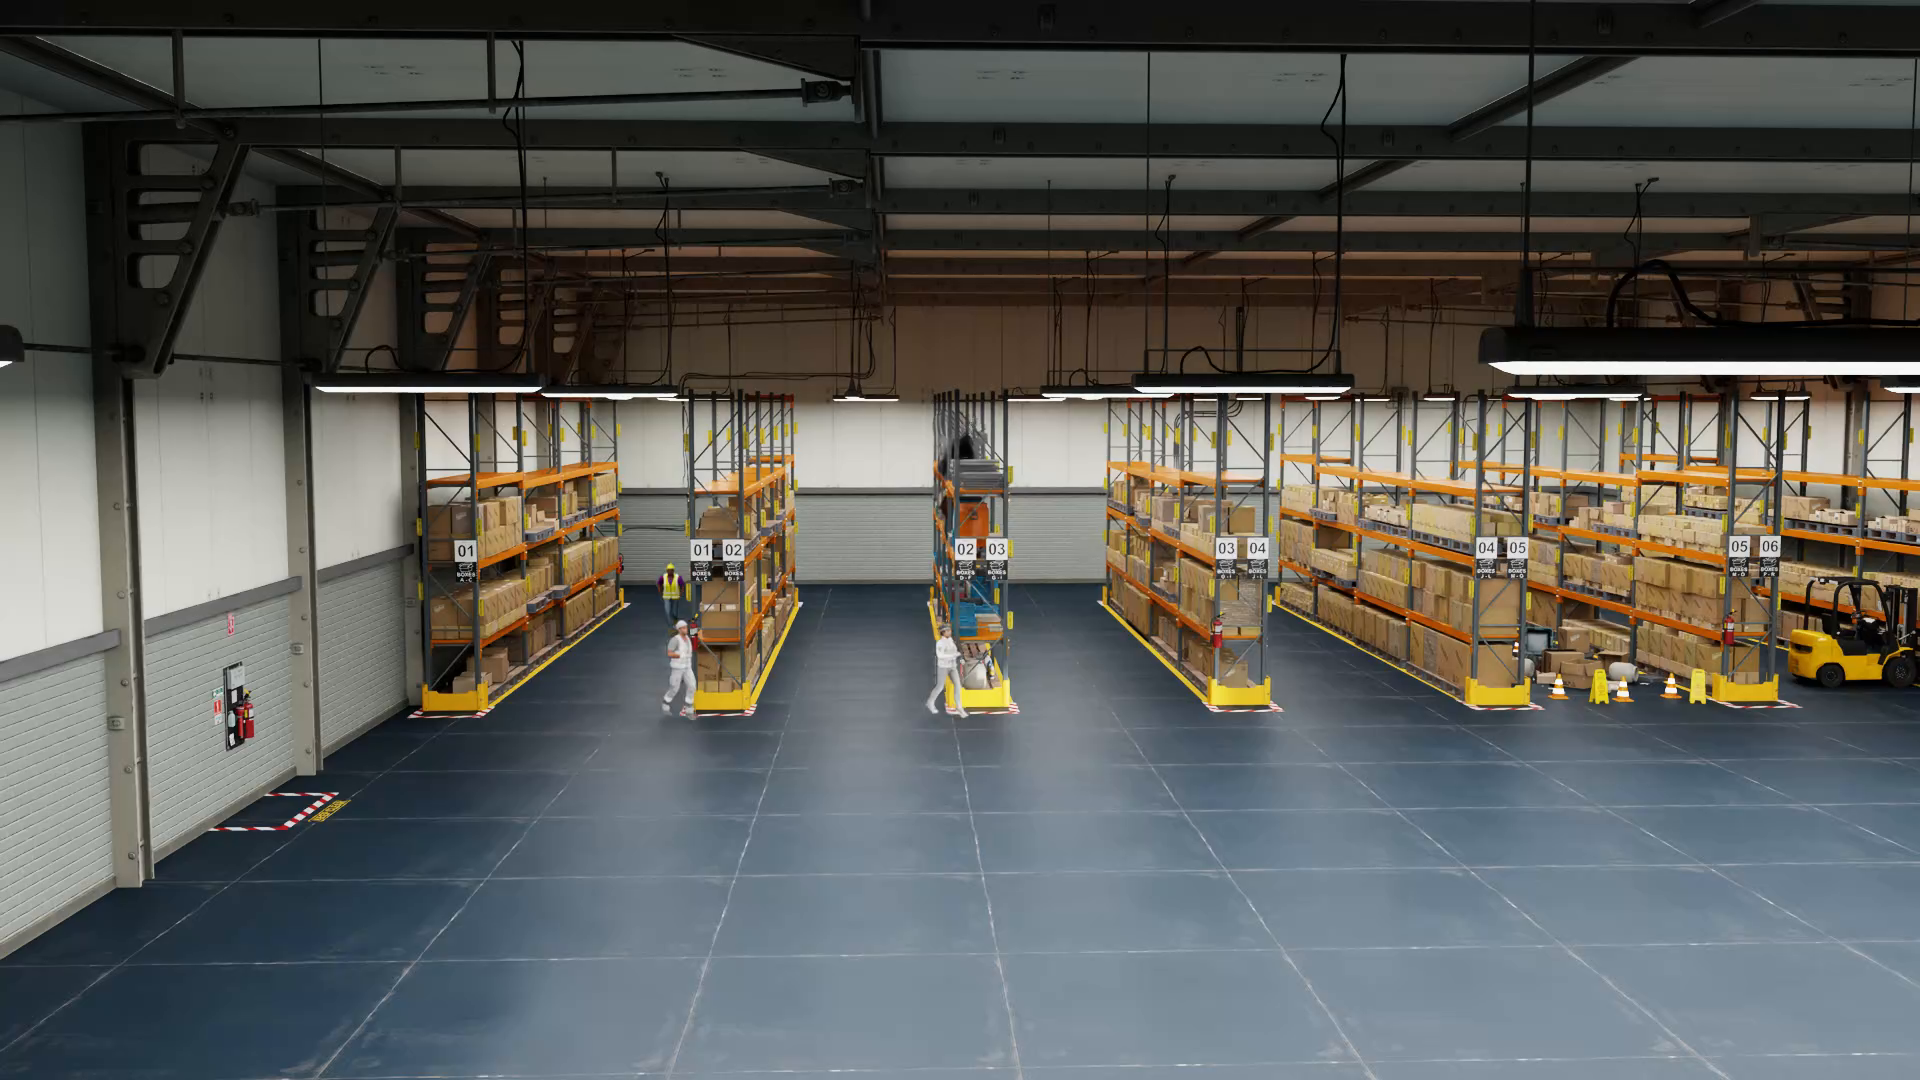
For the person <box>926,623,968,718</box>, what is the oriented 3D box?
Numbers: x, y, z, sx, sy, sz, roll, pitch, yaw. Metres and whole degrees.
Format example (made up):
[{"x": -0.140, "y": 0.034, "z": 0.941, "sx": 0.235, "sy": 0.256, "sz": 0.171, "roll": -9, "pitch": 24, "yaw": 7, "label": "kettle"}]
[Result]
[{"x": -0.246, "y": 2.373, "z": 30.510, "sx": 0.854, "sy": 1.724, "sz": 0.607, "roll": 4, "pitch": 6, "yaw": 42, "label": "person"}]

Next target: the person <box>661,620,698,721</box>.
[{"x": -5.097, "y": 2.373, "z": 30.199, "sx": 0.783, "sy": 1.845, "sz": 0.650, "roll": 3, "pitch": 6, "yaw": 36, "label": "person"}]

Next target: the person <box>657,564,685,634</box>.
[{"x": -7.255, "y": 1.460, "z": 41.759, "sx": 0.683, "sy": 1.743, "sz": 0.850, "roll": -1, "pitch": 5, "yaw": -8, "label": "person"}]
